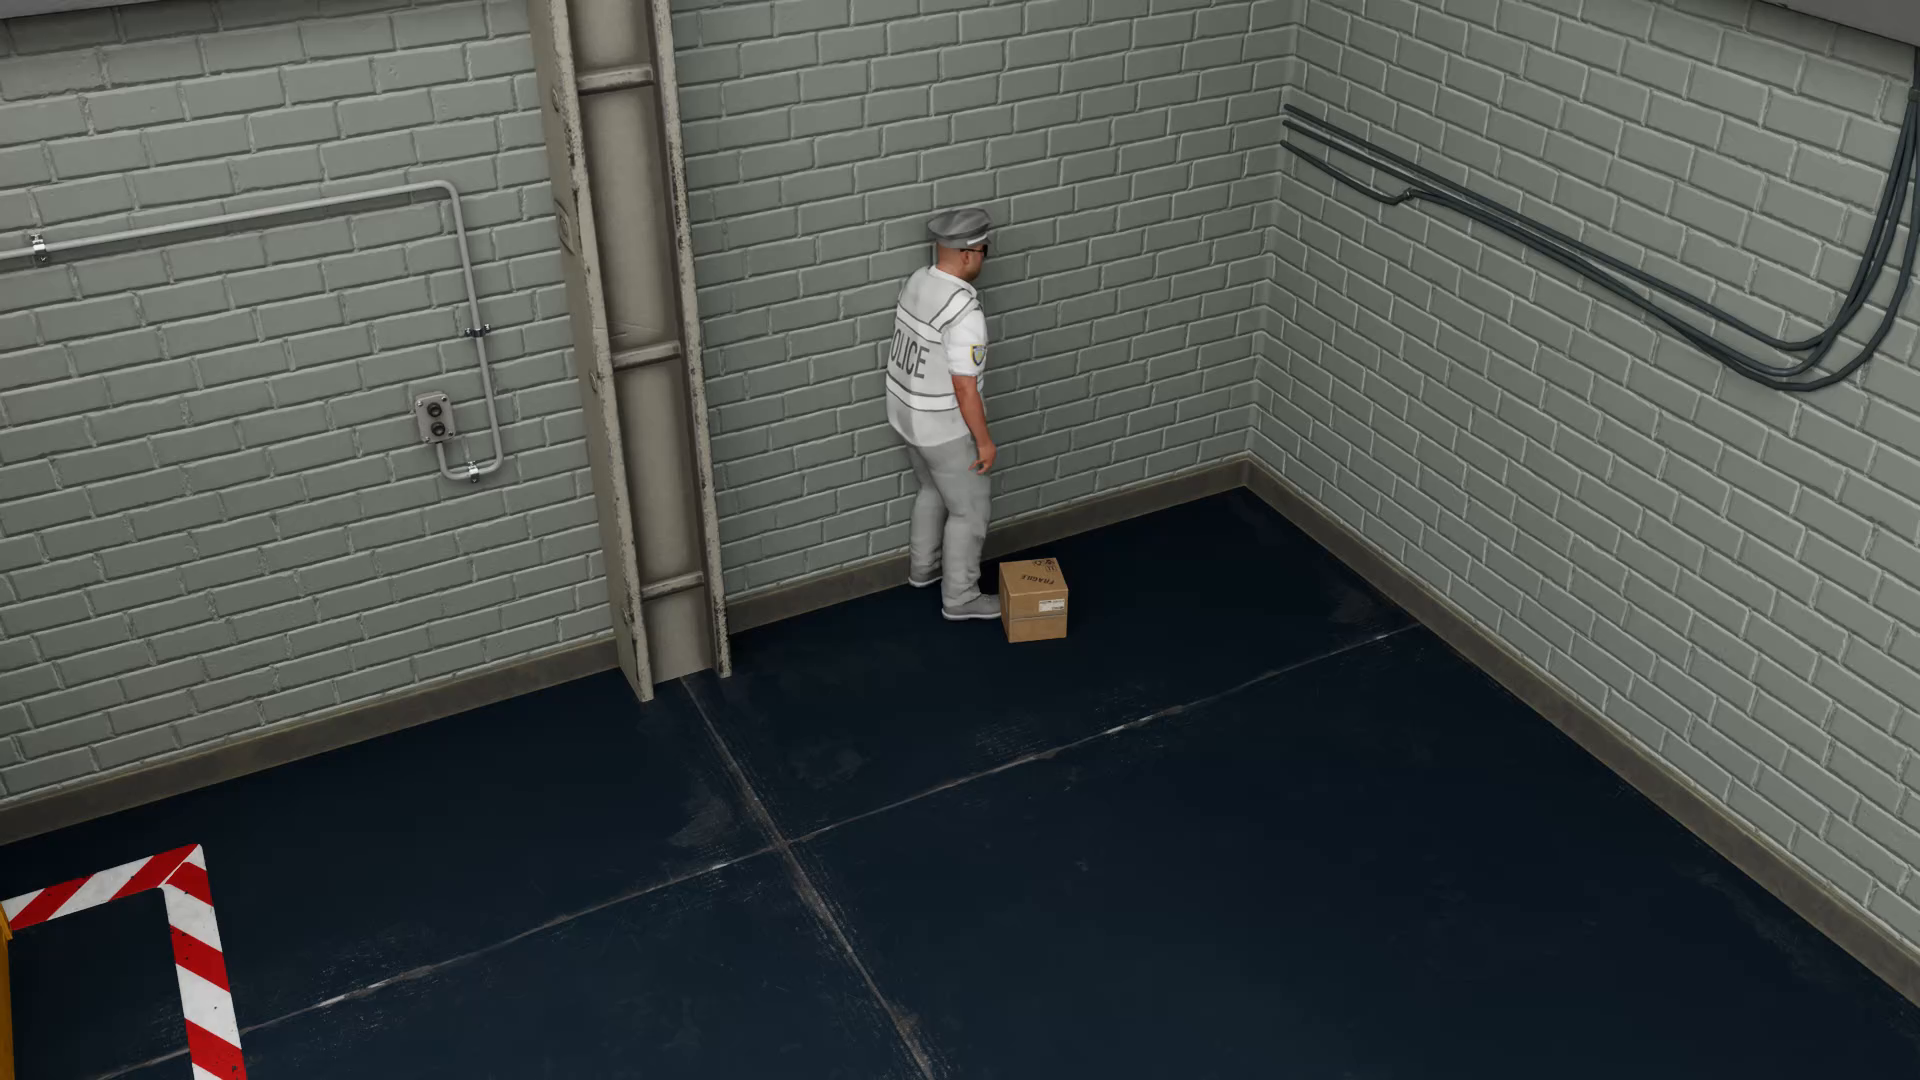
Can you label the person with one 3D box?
[{"bbox_3d":[-0.065,-0.503,6.912,0.435,1.748,0.592,-16,36,-24],"label":"person"}]
